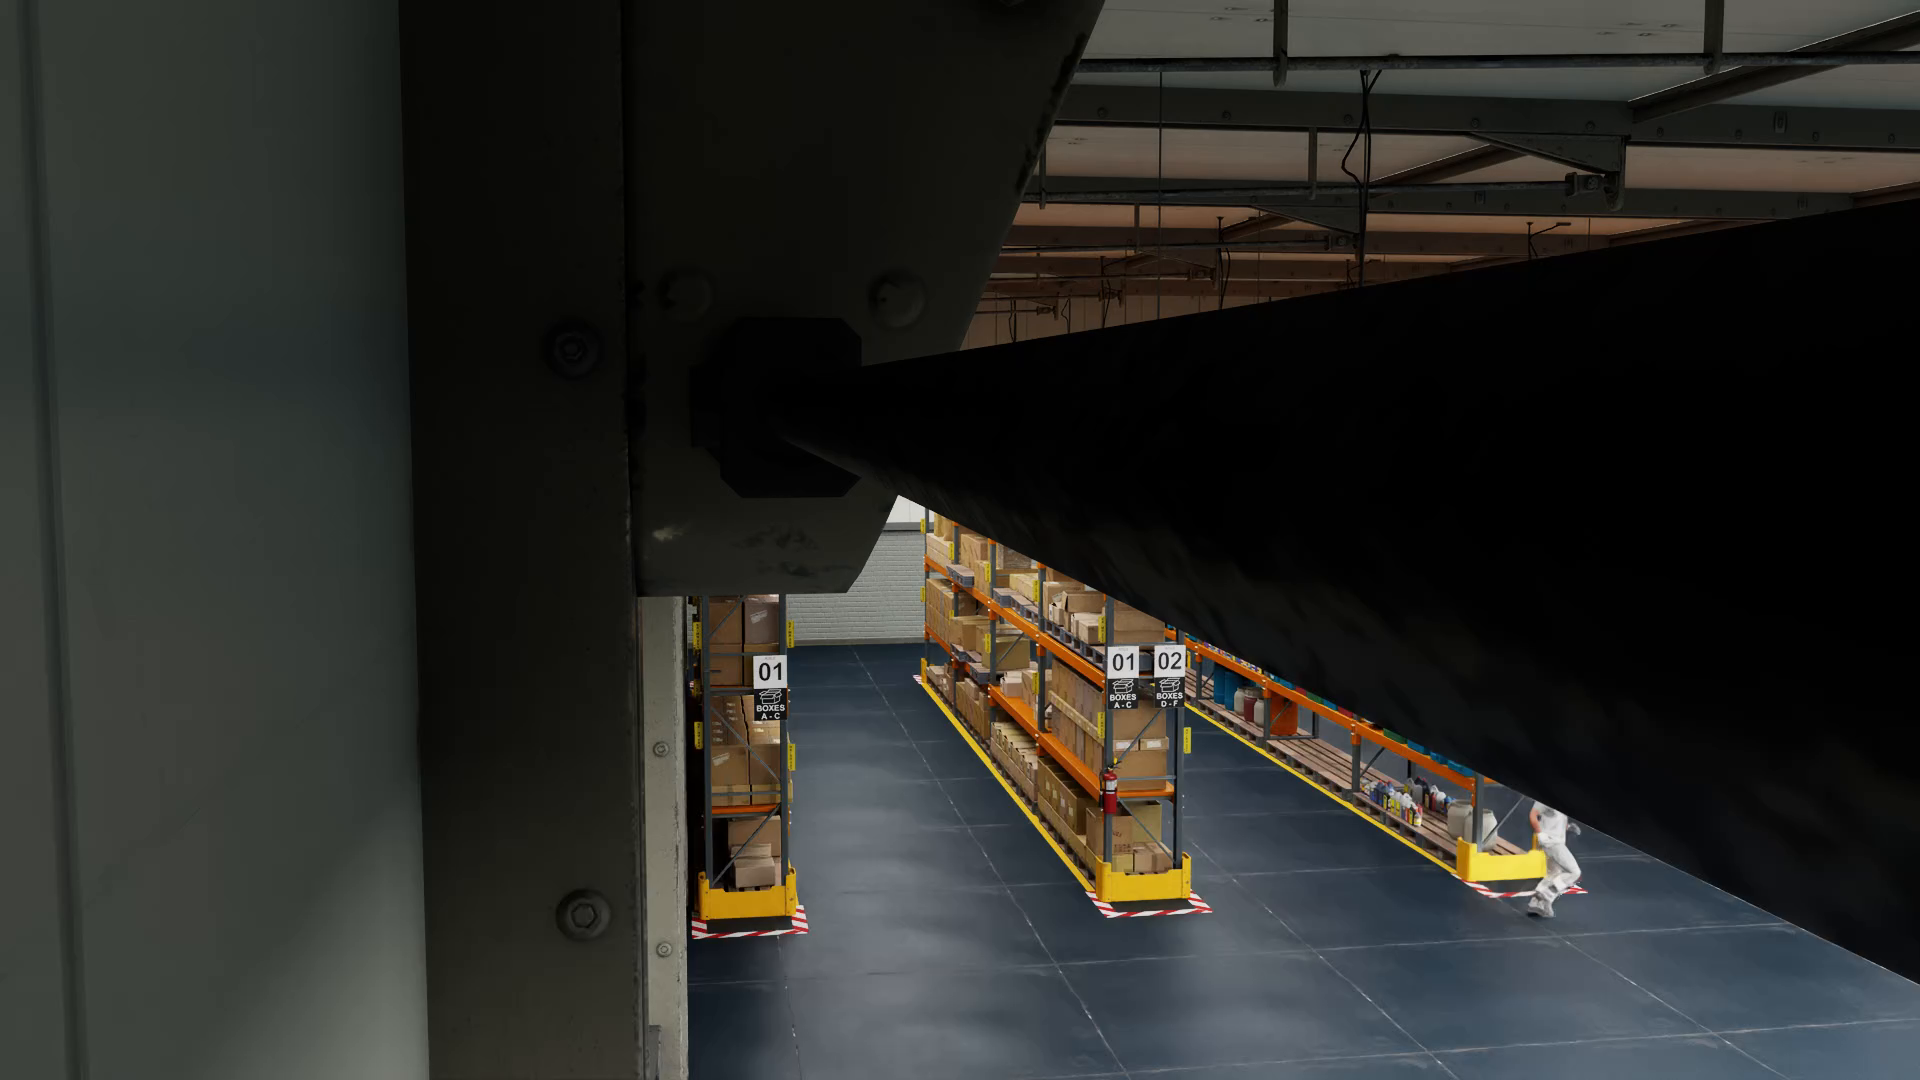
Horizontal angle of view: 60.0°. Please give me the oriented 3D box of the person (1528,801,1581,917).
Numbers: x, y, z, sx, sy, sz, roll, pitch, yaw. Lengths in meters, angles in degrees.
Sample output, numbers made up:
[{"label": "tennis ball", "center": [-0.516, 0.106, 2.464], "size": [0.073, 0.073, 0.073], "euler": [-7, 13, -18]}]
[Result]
[{"label": "person", "center": [7.222, 3.686, 20.173], "size": [0.600, 1.736, 0.684], "euler": [2, 5, 22]}]
